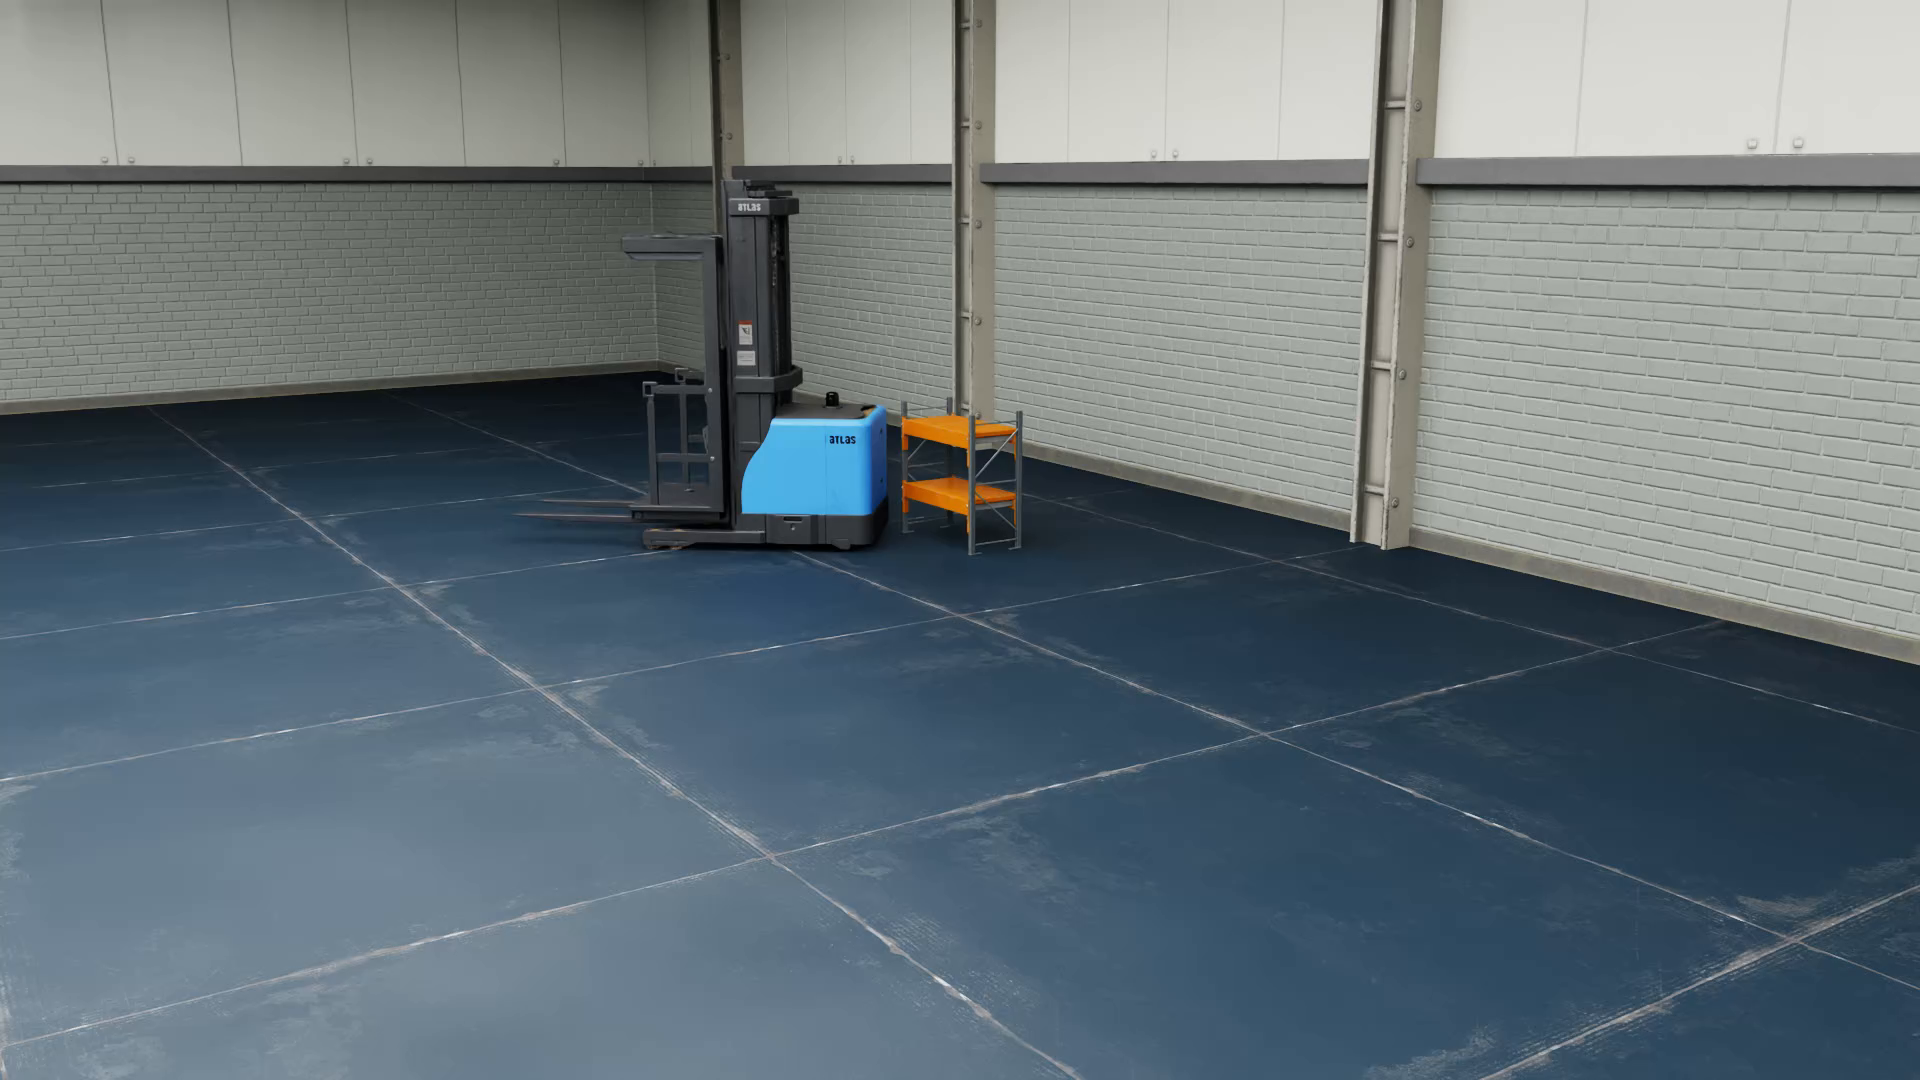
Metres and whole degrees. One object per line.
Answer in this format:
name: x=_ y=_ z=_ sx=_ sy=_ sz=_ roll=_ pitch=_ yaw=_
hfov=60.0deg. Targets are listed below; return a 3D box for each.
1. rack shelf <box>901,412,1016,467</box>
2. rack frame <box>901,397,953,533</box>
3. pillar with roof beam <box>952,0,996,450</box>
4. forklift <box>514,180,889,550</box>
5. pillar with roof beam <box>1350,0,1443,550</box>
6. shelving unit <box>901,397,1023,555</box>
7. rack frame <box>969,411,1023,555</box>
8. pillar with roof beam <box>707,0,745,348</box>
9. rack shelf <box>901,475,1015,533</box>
rack shelf: x=0.004 y=-0.834 z=13.674 sx=0.538 sy=0.278 sz=1.000 roll=-8 pitch=15 yaw=-33
rack frame: x=-0.278 y=-0.639 z=14.150 sx=0.500 sy=1.125 sz=0.032 roll=-8 pitch=15 yaw=-33
pillar with roof beam: x=-3.437 y=-4.926 z=15.325 sx=9.100 sy=9.000 sz=0.400 roll=-8 pitch=15 yaw=-33
forklift: x=-2.159 y=-1.463 z=13.691 sx=3.031 sy=2.935 sz=1.130 roll=1 pitch=12 yaw=5
pillar with roof beam: x=-0.113 y=-3.859 z=10.445 sx=9.100 sy=9.000 sz=0.400 roll=-8 pitch=15 yaw=-33
shelving unit: x=0.004 y=-0.548 z=13.736 sx=0.538 sy=1.125 sz=1.048 roll=-8 pitch=15 yaw=-33
rack frame: x=0.285 y=-0.458 z=13.323 sx=0.500 sy=1.125 sz=0.032 roll=-8 pitch=15 yaw=-33
pillar with roof beam: x=-6.762 y=-5.993 z=20.205 sx=9.100 sy=9.000 sz=0.400 roll=-8 pitch=15 yaw=-33
rack shelf: x=0.004 y=-0.309 z=13.788 sx=0.538 sy=0.278 sz=1.000 roll=-8 pitch=15 yaw=-33
